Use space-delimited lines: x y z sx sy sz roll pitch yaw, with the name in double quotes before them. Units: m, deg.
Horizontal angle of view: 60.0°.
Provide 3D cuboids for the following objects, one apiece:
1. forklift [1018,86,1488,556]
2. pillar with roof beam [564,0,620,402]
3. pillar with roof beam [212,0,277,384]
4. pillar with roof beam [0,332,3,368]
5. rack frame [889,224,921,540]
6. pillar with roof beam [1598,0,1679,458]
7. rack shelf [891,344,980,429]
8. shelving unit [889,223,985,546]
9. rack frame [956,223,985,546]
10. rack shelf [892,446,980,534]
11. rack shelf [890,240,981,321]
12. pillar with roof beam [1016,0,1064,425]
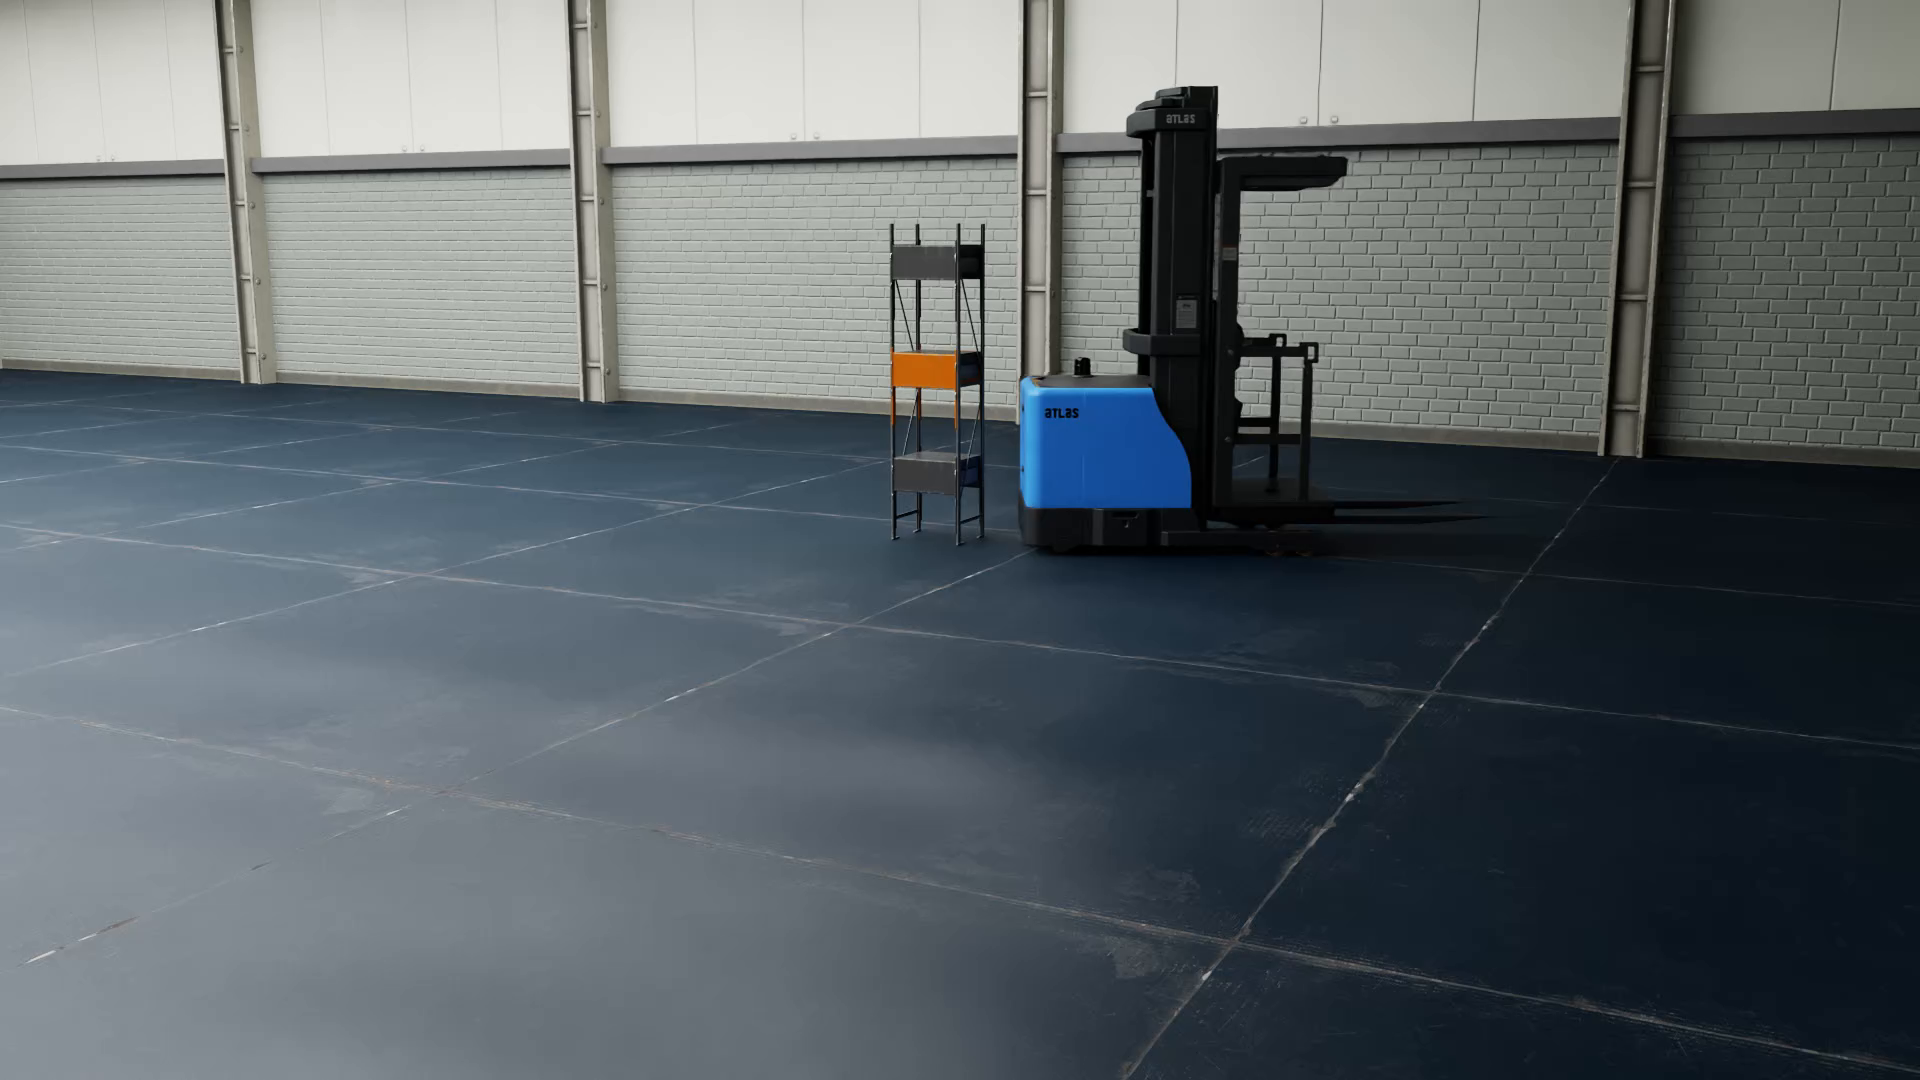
"forklift" 1.922 -1.432 10.911 3.031 2.935 1.130 0 10 -1
"pillar with roof beam" -6.428 -5.491 16.301 0.400 9.000 9.100 5 11 26
"pillar with roof beam" -11.809 -5.964 18.914 0.400 9.000 9.100 5 11 26
"pillar with roof beam" -17.189 -6.437 21.526 0.400 9.000 9.100 5 11 26
"rack frame" -0.367 -1.065 11.222 0.015 2.100 0.400 5 11 26
"pillar with roof beam" 4.334 -4.545 11.077 0.400 9.000 9.100 5 11 26
"rack shelf" -0.148 -1.033 11.118 0.480 0.518 0.431 5 11 26
"shelving unit" -0.148 -1.046 11.115 0.503 2.100 0.431 5 11 26
"rack frame" 0.070 -1.027 11.009 0.015 2.100 0.400 5 11 26
"rack shelf" -0.148 -0.344 11.242 0.480 0.518 0.431 5 11 26
"rack shelf" -0.148 -1.722 10.993 0.480 0.518 0.431 5 11 26
"pillar with roof beam" -1.047 -5.018 13.689 0.400 9.000 9.100 5 11 26
